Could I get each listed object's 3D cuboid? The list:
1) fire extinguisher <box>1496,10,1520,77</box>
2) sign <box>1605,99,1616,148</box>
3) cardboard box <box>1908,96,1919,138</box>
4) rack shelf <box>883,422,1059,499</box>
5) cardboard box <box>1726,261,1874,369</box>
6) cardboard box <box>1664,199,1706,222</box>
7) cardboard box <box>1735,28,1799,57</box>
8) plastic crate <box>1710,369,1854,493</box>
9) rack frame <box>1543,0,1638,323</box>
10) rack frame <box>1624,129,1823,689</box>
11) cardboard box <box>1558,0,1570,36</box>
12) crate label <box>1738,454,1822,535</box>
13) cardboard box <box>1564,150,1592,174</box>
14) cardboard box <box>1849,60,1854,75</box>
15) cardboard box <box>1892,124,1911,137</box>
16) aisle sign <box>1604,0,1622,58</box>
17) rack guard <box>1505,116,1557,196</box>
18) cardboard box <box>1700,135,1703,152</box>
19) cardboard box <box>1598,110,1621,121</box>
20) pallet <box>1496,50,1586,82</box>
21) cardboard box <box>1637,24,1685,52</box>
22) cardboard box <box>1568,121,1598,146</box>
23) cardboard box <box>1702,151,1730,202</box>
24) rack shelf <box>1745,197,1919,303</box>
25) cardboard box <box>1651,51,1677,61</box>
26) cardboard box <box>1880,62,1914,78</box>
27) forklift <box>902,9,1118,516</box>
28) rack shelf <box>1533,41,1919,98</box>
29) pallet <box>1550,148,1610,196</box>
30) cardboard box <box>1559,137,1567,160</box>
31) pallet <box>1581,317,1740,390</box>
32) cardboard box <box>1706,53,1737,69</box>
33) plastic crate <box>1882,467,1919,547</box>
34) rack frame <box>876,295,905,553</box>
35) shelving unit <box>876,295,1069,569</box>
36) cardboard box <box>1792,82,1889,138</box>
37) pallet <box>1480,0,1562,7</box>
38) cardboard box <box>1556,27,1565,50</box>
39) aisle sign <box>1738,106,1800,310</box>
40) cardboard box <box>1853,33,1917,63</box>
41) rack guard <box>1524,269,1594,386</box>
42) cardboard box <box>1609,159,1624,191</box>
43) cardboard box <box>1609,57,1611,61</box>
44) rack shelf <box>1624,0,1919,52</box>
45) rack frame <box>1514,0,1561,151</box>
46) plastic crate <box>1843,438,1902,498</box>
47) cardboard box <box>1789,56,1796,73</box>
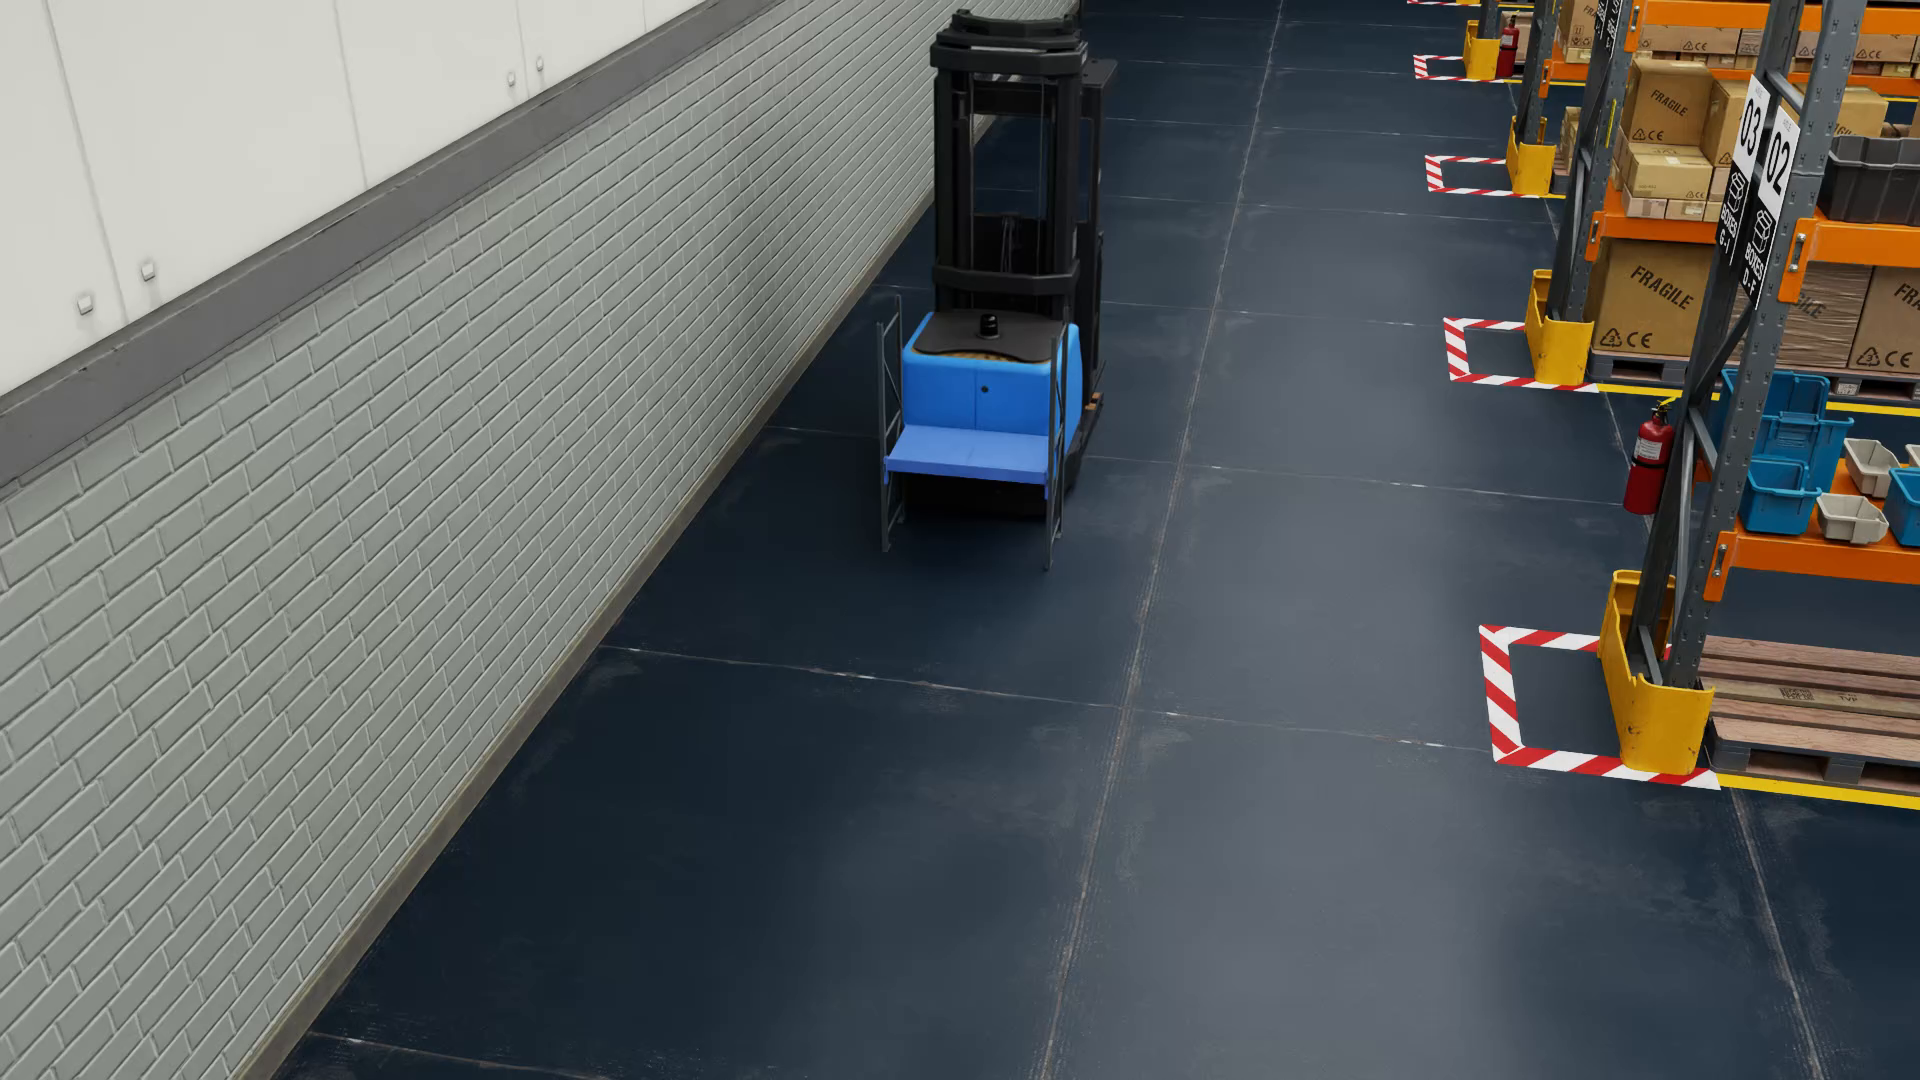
[{"bbox_3d":[5.653,-5.121,17.112,0.183,0.674,0.296,6,29,11],"label":"fire extinguisher"},{"bbox_3d":[4.547,-2.912,11.624,0.005,0.325,0.100,6,29,11],"label":"sign"},{"bbox_3d":[7.176,-3.021,11.873,0.500,0.500,0.500,5,29,9],"label":"cardboard box"},{"bbox_3d":[0.082,-0.489,10.118,1.000,0.185,0.538,6,29,10],"label":"rack shelf"},{"bbox_3d":[6.201,-1.892,12.520,0.875,0.875,0.875,6,29,11],"label":"cardboard box"},{"bbox_3d":[5.198,-2.432,11.992,0.250,0.149,0.380,5,29,10],"label":"cardboard box"},{"bbox_3d":[7.690,-4.931,15.882,0.500,0.500,0.500,5,29,9],"label":"cardboard box"},{"bbox_3d":[4.001,-0.528,8.153,0.499,0.435,0.616,6,29,11],"label":"plastic crate"},{"bbox_3d":[4.669,-2.758,12.326,0.127,3.000,1.000,6,29,11],"label":"rack frame"},{"bbox_3d":[3.634,-0.432,8.077,0.127,3.000,1.000,6,29,11],"label":"rack frame"},{"bbox_3d":[6.297,-5.327,16.605,0.500,0.500,0.500,6,29,12],"label":"cardboard box"},{"bbox_3d":[3.807,-0.205,7.775,0.303,0.233,0.416,6,29,11],"label":"crate label"},{"bbox_3d":[6.249,-3.808,16.775,0.250,0.149,0.380,6,29,12],"label":"cardboard box"},{"bbox_3d":[8.345,-4.564,15.887,0.250,0.149,0.380,5,29,8],"label":"cardboard box"},{"bbox_3d":[9.422,-4.002,16.511,0.250,0.149,0.380,7,29,13],"label":"cardboard box"},{"bbox_3d":[4.536,-3.764,11.457,0.004,0.787,0.394,6,29,11],"label":"aisle sign"},{"bbox_3d":[5.878,-3.973,17.148,0.348,0.500,1.175,6,29,11],"label":"rack guard"},{"bbox_3d":[5.694,-2.847,12.336,0.500,0.250,0.500,5,29,10],"label":"cardboard box"},{"bbox_3d":[6.608,-4.285,17.028,0.250,0.149,0.380,6,29,12],"label":"cardboard box"},{"bbox_3d":[7.537,-6.145,21.417,1.213,0.211,1.003,6,29,11],"label":"pallet"},{"bbox_3d":[6.713,-5.035,16.071,0.500,0.500,0.500,6,29,11],"label":"cardboard box"},{"bbox_3d":[6.245,-4.059,16.615,0.250,0.149,0.380,5,29,8],"label":"cardboard box"},{"bbox_3d":[5.592,-2.598,11.881,0.500,0.250,0.500,6,29,10],"label":"cardboard box"},{"bbox_3d":[5.590,-1.231,7.163,4.000,0.370,1.077,6,29,11],"label":"rack shelf"},{"bbox_3d":[6.843,-4.760,16.245,0.250,0.149,0.380,7,30,13],"label":"cardboard box"},{"bbox_3d":[8.863,-4.514,15.795,0.250,0.149,0.380,7,29,13],"label":"cardboard box"},{"bbox_3d":[0.426,-2.129,11.248,1.130,2.935,3.031,6,29,11],"label":"forklift"},{"bbox_3d":[7.759,-4.561,16.368,4.000,0.370,1.077,6,29,11],"label":"rack shelf"},{"bbox_3d":[6.665,-3.748,17.038,1.213,0.211,1.003,6,29,11],"label":"pallet"},{"bbox_3d":[6.362,-4.056,17.228,0.250,0.149,0.380,6,29,11],"label":"cardboard box"},{"bbox_3d":[5.467,-1.491,12.916,1.213,0.211,1.003,6,29,11],"label":"pallet"},{"bbox_3d":[7.339,-4.684,16.105,0.250,0.149,0.380,5,29,10],"label":"cardboard box"},{"bbox_3d":[4.451,-0.139,7.654,0.300,0.233,0.416,6,29,11],"label":"plastic crate"},{"bbox_3d":[-0.417,-0.695,10.119,0.032,1.500,0.500,6,29,10],"label":"rack frame"},{"bbox_3d":[0.082,-0.647,10.031,1.048,1.500,0.538,6,29,10],"label":"shelving unit"},{"bbox_3d":[6.079,-2.877,11.609,0.500,0.500,0.500,5,29,9],"label":"cardboard box"},{"bbox_3d":[8.625,-8.433,25.596,1.213,0.211,1.003,6,29,11],"label":"pallet"},{"bbox_3d":[6.181,-5.067,16.805,0.250,0.149,0.380,6,29,11],"label":"cardboard box"},{"bbox_3d":[3.502,-1.440,7.211,0.004,0.787,0.394,6,29,11],"label":"aisle sign"},{"bbox_3d":[8.676,-4.819,15.676,0.500,0.500,0.500,5,29,9],"label":"cardboard box"},{"bbox_3d":[4.645,-1.664,12.930,0.348,0.500,1.175,6,29,11],"label":"rack guard"},{"bbox_3d":[5.086,-2.766,12.603,0.250,0.149,0.380,6,29,12],"label":"cardboard box"},{"bbox_3d":[6.309,-4.774,16.270,0.250,0.149,0.380,7,29,12],"label":"cardboard box"},{"bbox_3d":[6.625,-3.557,11.412,4.000,0.370,1.077,6,29,11],"label":"rack shelf"},{"bbox_3d":[5.803,-5.077,16.562,0.127,3.000,1.000,6,29,11],"label":"rack frame"},{"bbox_3d":[4.470,-0.346,8.132,0.243,0.136,0.396,6,29,11],"label":"plastic crate"},{"bbox_3d":[7.843,-4.607,15.966,0.250,0.149,0.380,6,29,12],"label":"cardboard box"}]
